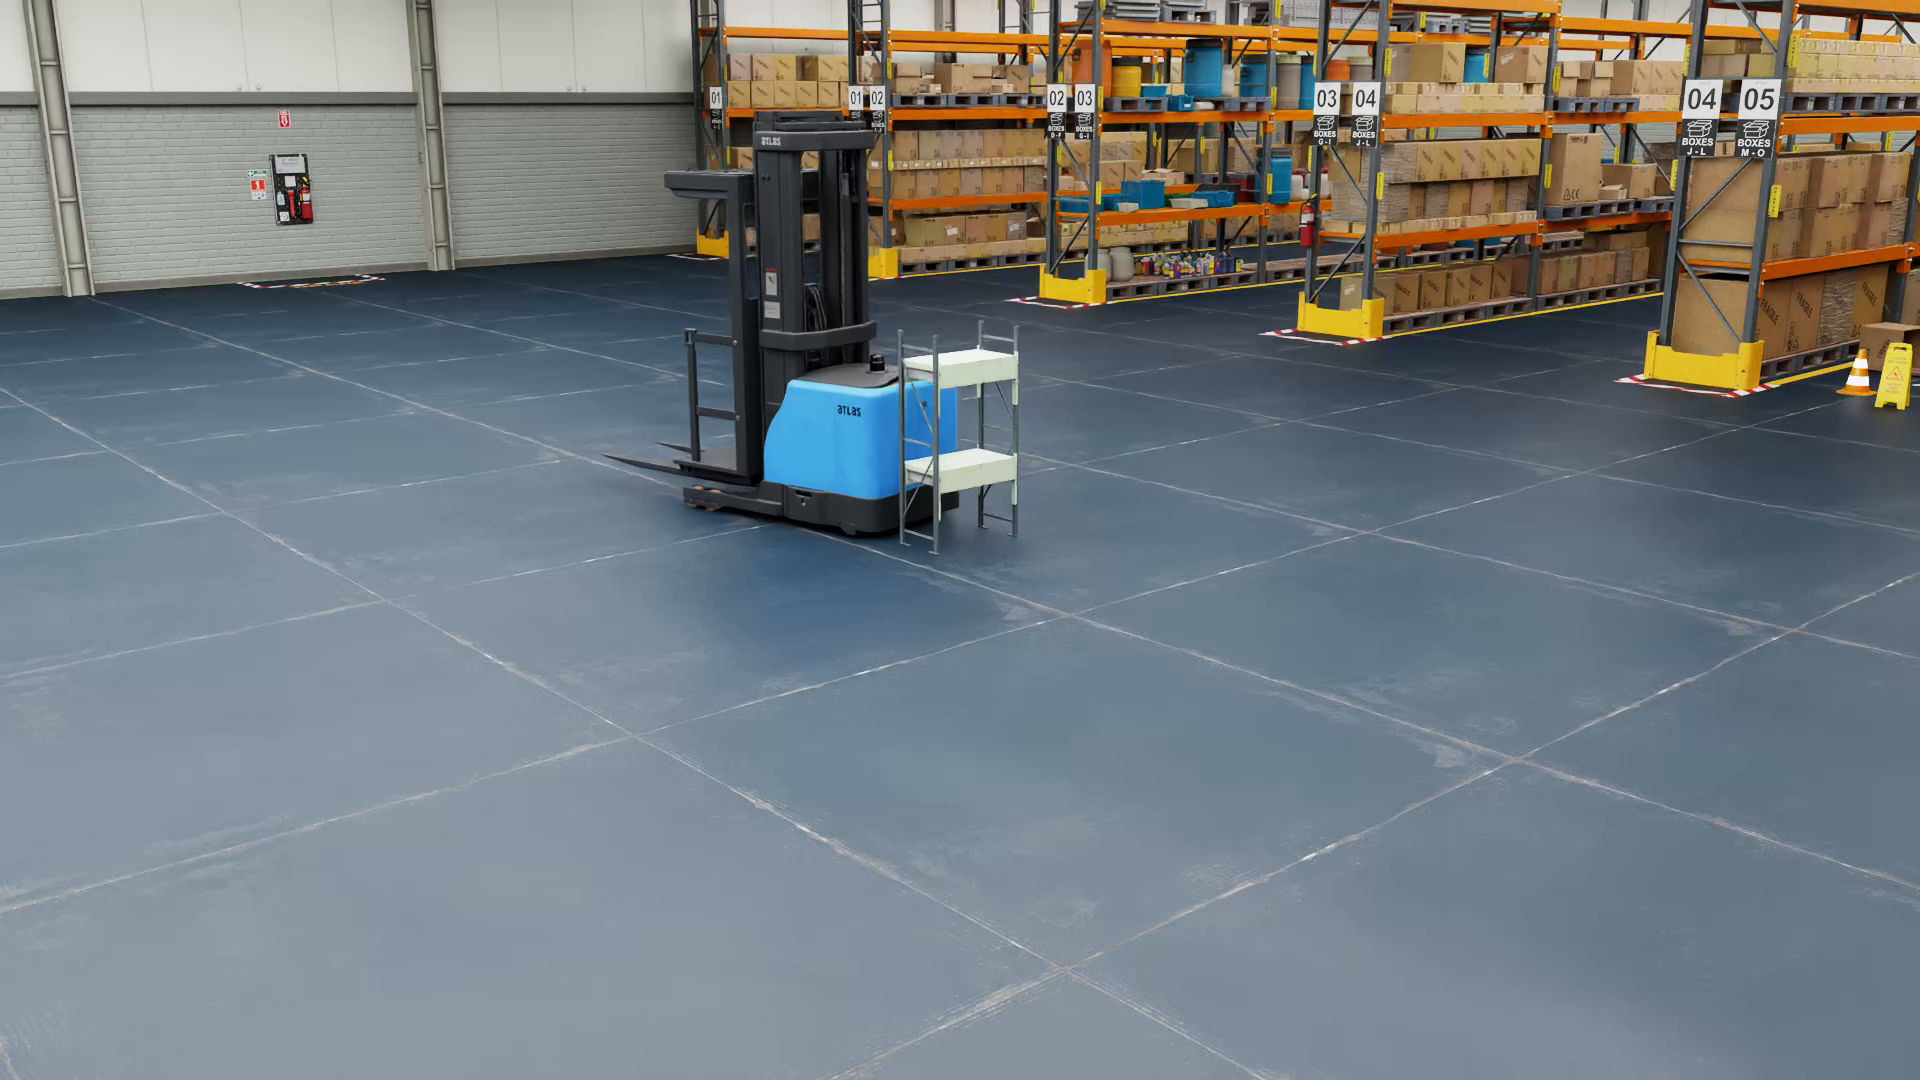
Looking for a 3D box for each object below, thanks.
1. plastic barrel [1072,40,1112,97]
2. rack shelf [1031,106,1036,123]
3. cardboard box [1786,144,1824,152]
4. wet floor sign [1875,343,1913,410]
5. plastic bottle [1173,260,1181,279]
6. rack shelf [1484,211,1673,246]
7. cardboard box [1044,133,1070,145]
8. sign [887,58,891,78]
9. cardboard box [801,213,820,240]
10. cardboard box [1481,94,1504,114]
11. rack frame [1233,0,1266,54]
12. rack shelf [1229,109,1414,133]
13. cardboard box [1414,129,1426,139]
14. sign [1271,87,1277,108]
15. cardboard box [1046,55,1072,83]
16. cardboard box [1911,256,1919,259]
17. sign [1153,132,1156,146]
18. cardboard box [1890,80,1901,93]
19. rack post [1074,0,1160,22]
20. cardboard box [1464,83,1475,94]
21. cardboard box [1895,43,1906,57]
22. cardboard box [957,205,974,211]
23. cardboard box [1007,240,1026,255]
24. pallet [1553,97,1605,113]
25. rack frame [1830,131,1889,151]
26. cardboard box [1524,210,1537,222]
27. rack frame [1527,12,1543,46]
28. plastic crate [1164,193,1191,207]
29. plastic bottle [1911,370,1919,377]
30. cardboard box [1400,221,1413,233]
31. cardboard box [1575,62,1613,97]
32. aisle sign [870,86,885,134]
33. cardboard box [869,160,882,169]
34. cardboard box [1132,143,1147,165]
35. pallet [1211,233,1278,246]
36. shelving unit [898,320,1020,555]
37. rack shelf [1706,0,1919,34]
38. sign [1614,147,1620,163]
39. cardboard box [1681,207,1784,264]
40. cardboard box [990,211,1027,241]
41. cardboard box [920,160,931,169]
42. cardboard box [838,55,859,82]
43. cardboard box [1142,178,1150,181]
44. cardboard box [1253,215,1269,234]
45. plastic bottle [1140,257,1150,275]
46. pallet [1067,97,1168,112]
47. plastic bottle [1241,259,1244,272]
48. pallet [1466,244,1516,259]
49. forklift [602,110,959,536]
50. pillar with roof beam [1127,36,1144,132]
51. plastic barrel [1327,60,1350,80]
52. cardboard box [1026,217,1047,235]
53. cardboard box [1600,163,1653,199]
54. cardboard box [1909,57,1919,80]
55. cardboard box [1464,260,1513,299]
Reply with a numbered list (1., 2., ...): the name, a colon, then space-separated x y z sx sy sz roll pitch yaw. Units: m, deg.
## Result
1. plastic barrel: 1.985 -7.100 25.059 0.708 0.830 0.600 -13 19 -39
2. rack shelf: 2.742 -9.857 38.423 4.000 0.370 1.077 -13 19 -39
3. cardboard box: 14.911 -6.749 29.463 0.500 0.500 0.500 -13 19 -39
4. wet floor sign: 9.411 -1.658 16.708 0.267 0.644 0.232 12 19 37
5. plastic bottle: 3.457 -4.315 26.501 0.133 0.283 0.061 -12 19 -38
6. rack shelf: 9.479 -4.838 25.443 4.000 0.370 1.077 -13 19 -39
7. cardboard box: 2.150 -9.099 37.739 0.500 0.250 0.500 -13 20 -40
8. sign: -1.187 -7.899 27.849 0.005 0.325 0.100 -13 19 -39
9. cardboard box: -3.204 -6.377 33.804 0.500 0.500 0.700 -14 21 -43
10. cardboard box: 7.016 -5.921 22.584 0.500 0.250 0.500 -13 20 -40
11. rack frame: 7.269 -12.671 41.748 0.127 3.000 1.000 -13 19 -39
12. rack shelf: 6.228 -7.251 28.665 4.000 0.370 1.077 -13 19 -39
13. cardboard box: 10.368 -9.211 38.290 0.500 0.500 0.500 -13 20 -40
14. sign: 5.072 -7.155 26.895 0.005 0.325 0.100 -13 19 -39
15. cardboard box: 1.962 -8.814 31.147 0.500 0.500 0.500 -12 19 -39
16. cardboard box: 12.992 -3.423 22.298 0.750 0.750 1.050 -12 19 -39
17. sign: 4.615 -9.512 39.457 0.005 0.325 0.100 -13 19 -39
18. cardboard box: 10.509 -5.189 19.030 0.250 0.149 0.380 -13 19 -39
19. rack post: 2.356 -7.893 24.831 0.954 0.300 0.937 -10 18 -33
20. cardboard box: 6.663 -6.052 22.299 0.250 0.149 0.380 -14 20 -41
21. cardboard box: 10.514 -5.576 18.936 0.250 0.149 0.380 -12 19 -38
22. cardboard box: -0.096 -7.135 36.642 0.500 0.500 0.700 -13 20 -40
23. cardboard box: 0.881 -5.446 30.841 0.500 0.250 0.500 -13 19 -39
24. pallet: 8.506 -6.289 24.032 1.003 0.211 1.213 -13 19 -39
25. rack frame: 17.023 -6.879 31.692 0.127 3.000 1.000 -13 19 -39
26. cardboard box: 8.002 -4.631 23.763 0.250 0.149 0.380 -13 19 -39
27. rack frame: 10.754 -10.064 31.991 0.127 3.000 1.000 -13 19 -39
28. plastic crate: 3.510 -5.533 27.063 0.662 0.188 0.450 -13 19 -39
29. plastic bottle: 10.726 -1.862 18.602 0.283 0.061 0.133 8 17 28
30. cardboard box: 5.724 -4.127 21.876 0.250 0.149 0.380 -13 19 -39
31. cardboard box: 9.101 -6.769 24.451 0.637 0.503 0.797 -12 19 -37
32. aisle sign: -1.395 -7.283 28.167 0.004 0.787 0.394 -13 19 -39
33. cardboard box: -1.384 -6.562 29.052 0.250 0.149 0.380 -13 20 -40
34. cardboard box: 4.068 -9.169 39.455 0.500 0.500 0.500 -13 20 -40
35. pallet: 5.996 -6.431 35.416 1.213 0.211 1.003 -13 19 -39
36. shelving unit: -0.005 -0.723 11.552 0.755 1.500 0.431 -13 19 -39
37. rack shelf: 9.642 -5.883 18.504 4.000 0.370 1.077 -13 19 -39
38. sign: 10.621 -6.191 26.871 0.005 0.325 0.100 -13 19 -39
39. cardboard box: 8.383 -3.330 18.115 0.550 0.550 0.875 -13 19 -39
40. cardboard box: 0.879 -5.809 30.746 0.500 0.500 0.500 -13 19 -39
41. cardboard box: -0.723 -6.572 29.089 0.250 0.149 0.380 -13 19 -39
42. cardboard box: -2.393 -9.497 33.508 0.500 0.500 0.500 -11 19 -36
43. cardboard box: 3.563 -7.105 33.023 0.250 0.149 0.380 -11 18 -35
44. cardboard box: 6.182 -6.743 35.172 0.500 0.500 0.500 -14 20 -41
45. plastic bottle: 3.008 -4.464 27.073 0.135 0.276 0.152 -12 19 -39
46. pallet: 2.390 -6.612 25.245 1.213 0.211 1.003 -13 19 -39
47. plastic bottle: 4.650 -4.549 27.538 0.097 0.201 0.097 0 15 0
48. pallet: 10.145 -5.696 32.666 1.213 0.211 1.003 -13 19 -39
49. forklift: -1.491 -1.729 12.545 3.031 2.935 1.130 11 18 35
50. pillar with roof beam: 7.037 -11.442 37.148 0.400 9.000 9.100 -13 19 -39
51. plastic barrel: 6.482 -7.937 29.008 0.708 0.830 0.600 -13 19 -39
52. cardboard box: 1.588 -6.045 31.998 0.500 0.311 0.500 -13 19 -39
53. cardboard box: 10.252 -5.562 25.753 0.500 0.500 0.700 -9 18 -31
54. cardboard box: 10.948 -5.502 19.430 0.500 0.250 0.500 -13 20 -40
55. cardboard box: 7.643 -3.782 24.125 0.500 0.500 0.500 -13 20 -41
